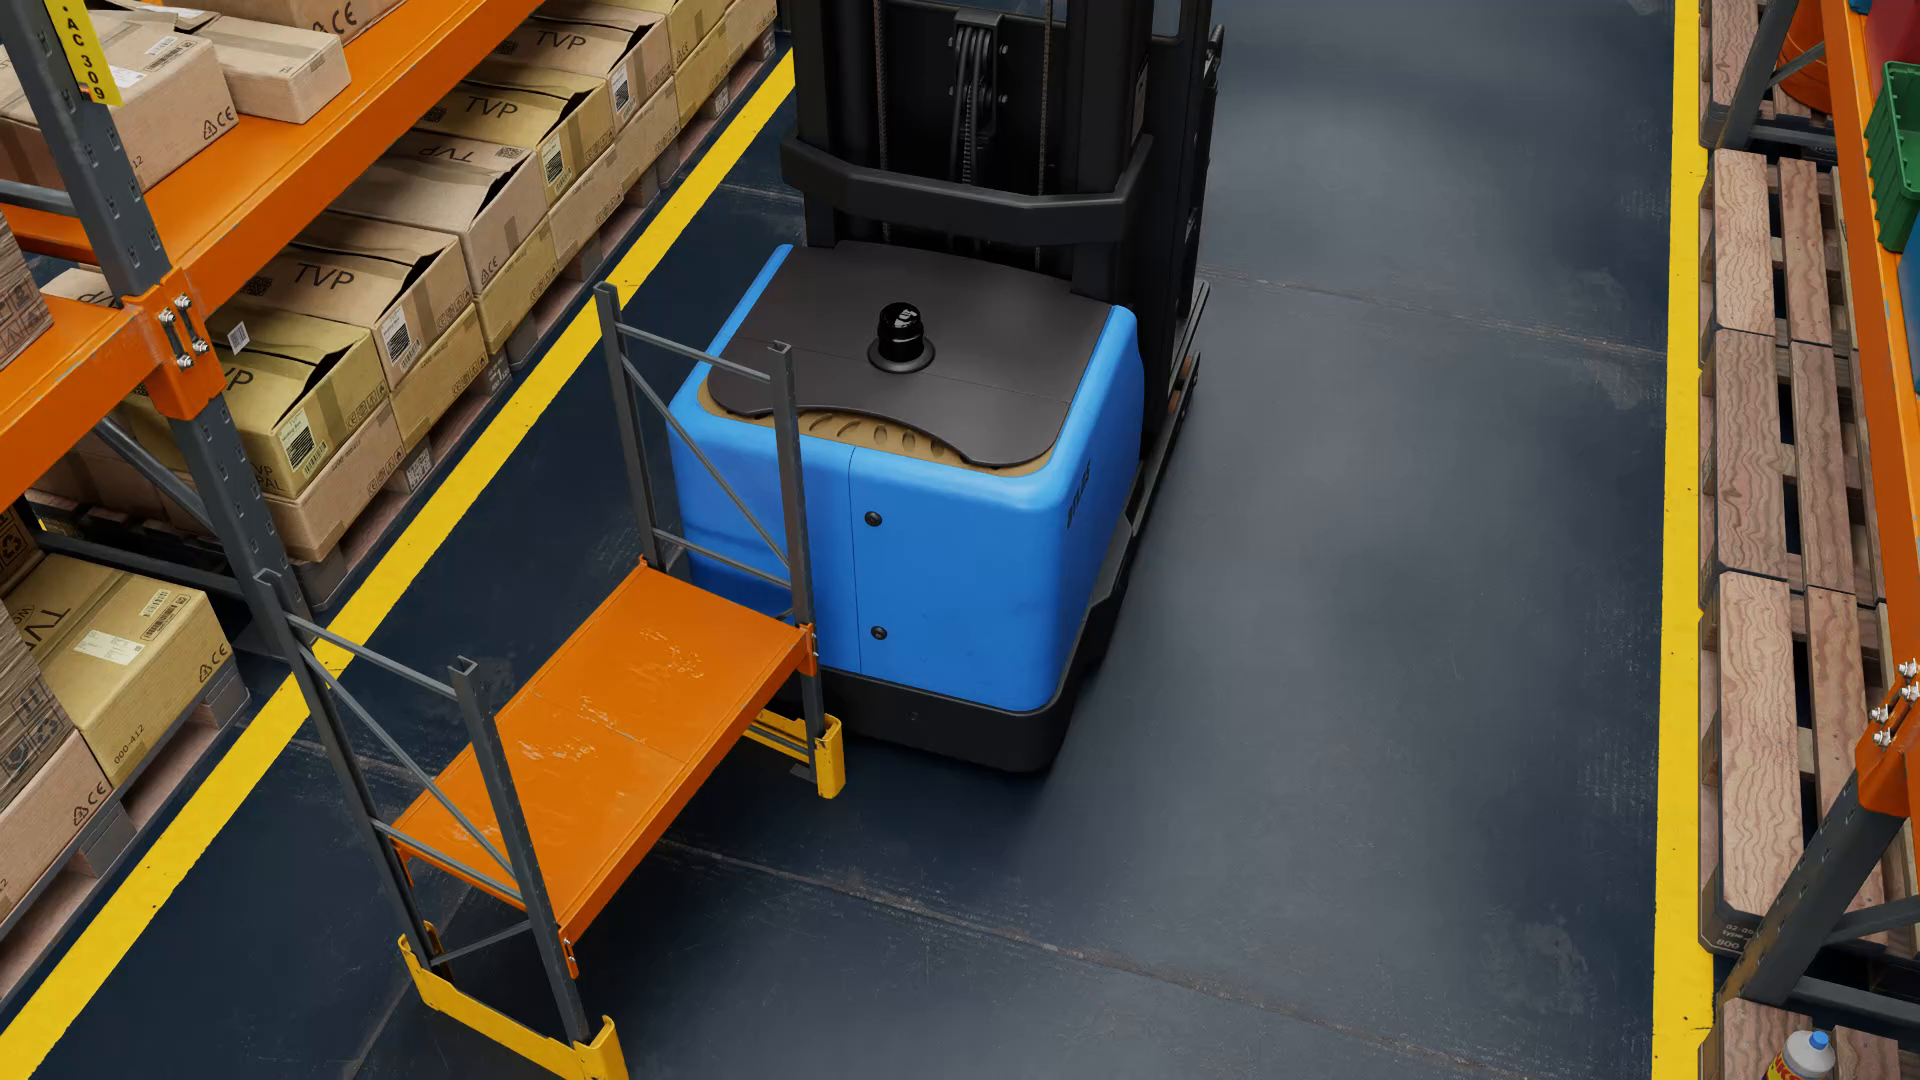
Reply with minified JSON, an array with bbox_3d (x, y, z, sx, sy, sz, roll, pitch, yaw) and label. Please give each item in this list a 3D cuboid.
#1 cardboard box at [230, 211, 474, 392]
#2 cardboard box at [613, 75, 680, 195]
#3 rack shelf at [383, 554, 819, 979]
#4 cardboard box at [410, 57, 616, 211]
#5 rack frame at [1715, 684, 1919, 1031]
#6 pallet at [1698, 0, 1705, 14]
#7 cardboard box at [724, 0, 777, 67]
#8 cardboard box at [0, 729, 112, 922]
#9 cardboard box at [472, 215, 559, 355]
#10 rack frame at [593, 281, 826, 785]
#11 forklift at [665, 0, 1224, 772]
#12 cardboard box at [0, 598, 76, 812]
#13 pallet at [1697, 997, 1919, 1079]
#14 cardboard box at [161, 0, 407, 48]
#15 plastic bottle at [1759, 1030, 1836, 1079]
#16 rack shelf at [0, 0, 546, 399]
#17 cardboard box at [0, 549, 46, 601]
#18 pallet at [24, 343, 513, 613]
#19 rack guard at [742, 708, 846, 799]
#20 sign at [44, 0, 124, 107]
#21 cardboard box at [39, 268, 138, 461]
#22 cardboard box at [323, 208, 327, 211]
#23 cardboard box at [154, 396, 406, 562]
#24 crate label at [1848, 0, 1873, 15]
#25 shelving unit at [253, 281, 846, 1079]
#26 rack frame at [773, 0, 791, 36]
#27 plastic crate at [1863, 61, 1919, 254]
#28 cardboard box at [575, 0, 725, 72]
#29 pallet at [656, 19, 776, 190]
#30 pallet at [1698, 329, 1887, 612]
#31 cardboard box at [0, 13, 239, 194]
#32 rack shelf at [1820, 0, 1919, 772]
[{"bbox_3d":[-1.882,-0.774,5.161,0.500,0.311,0.500,12,46,12],"label":"cardboard box"},{"bbox_3d":[-1.425,-1.603,6.409,0.500,0.250,0.500,14,46,13],"label":"cardboard box"},{"bbox_3d":[-0.824,0.493,3.931,0.538,0.185,1.000,21,48,20],"label":"rack shelf"},{"bbox_3d":[-1.575,-1.466,5.868,0.500,0.311,0.500,14,46,14],"label":"cardboard box"},{"bbox_3d":[2.318,0.201,2.900,1.000,3.000,0.127,13,46,13],"label":"rack frame"},{"bbox_3d":[4.100,-2.813,7.974,1.003,0.211,1.213,13,46,13],"label":"pallet"},{"bbox_3d":[-1.117,-2.282,7.103,0.500,0.250,0.500,14,46,13],"label":"cardboard box"},{"bbox_3d":[-2.494,0.669,4.088,0.500,0.250,0.500,13,46,13],"label":"cardboard box"},{"bbox_3d":[-1.733,-0.921,5.712,0.500,0.250,0.500,11,45,11],"label":"cardboard box"},{"bbox_3d":[-0.585,0.051,4.125,0.500,1.500,0.032,21,48,20],"label":"rack frame"},{"bbox_3d":[0.190,-1.468,4.654,1.130,2.935,3.031,12,46,12],"label":"forklift"},{"bbox_3d":[-2.496,0.400,3.826,0.500,0.500,0.500,13,46,13],"label":"cardboard box"},{"bbox_3d":[2.075,1.637,3.427,1.003,0.211,1.213,13,46,13],"label":"pallet"},{"bbox_3d":[-1.994,-1.746,4.818,0.500,0.500,0.500,16,47,15],"label":"cardboard box"},{"bbox_3d":[1.804,1.138,3.578,0.097,0.271,0.097,0,44,0],"label":"plastic bottle"},{"bbox_3d":[-1.796,-1.927,5.589,1.077,0.370,4.000,13,46,13],"label":"rack shelf"},{"bbox_3d":[-2.831,0.227,4.539,0.500,0.250,0.500,13,46,13],"label":"cardboard box"},{"bbox_3d":[-2.216,-0.353,5.460,1.003,0.211,1.213,13,46,13],"label":"pallet"},{"bbox_3d":[-0.585,0.499,4.562,0.587,0.250,0.087,21,48,20],"label":"rack guard"},{"bbox_3d":[-1.872,-1.072,3.525,0.100,0.325,0.005,13,46,13],"label":"sign"},{"bbox_3d":[-2.552,-0.549,4.931,0.500,0.311,0.500,13,46,13],"label":"cardboard box"},{"bbox_3d":[-2.247,-1.229,5.626,0.500,0.311,0.500,12,46,12],"label":"cardboard box"},{"bbox_3d":[-2.043,-0.234,5.010,0.500,0.250,0.500,12,46,12],"label":"cardboard box"},{"bbox_3d":[2.971,-1.873,4.994,0.502,0.435,0.616,13,46,13],"label":"crate label"},{"bbox_3d":[-0.820,0.359,3.811,0.587,1.500,1.083,21,48,20],"label":"shelving unit"},{"bbox_3d":[-1.190,-3.517,6.699,1.000,3.000,0.127,13,46,13],"label":"rack frame"},{"bbox_3d":[2.577,-0.944,4.221,0.450,0.188,0.662,13,46,13],"label":"plastic crate"},{"bbox_3d":[-1.265,-2.136,6.552,0.500,0.311,0.500,12,46,12],"label":"cardboard box"},{"bbox_3d":[-1.477,-1.980,7.122,1.003,0.211,1.213,13,46,13],"label":"pallet"},{"bbox_3d":[2.887,-0.150,5.252,1.003,0.211,1.213,13,46,13],"label":"pallet"},{"bbox_3d":[-2.294,-1.134,4.372,0.500,0.250,0.500,15,46,15],"label":"cardboard box"},{"bbox_3d":[2.924,-0.875,4.514,1.077,0.370,4.000,13,46,13],"label":"rack shelf"}]
